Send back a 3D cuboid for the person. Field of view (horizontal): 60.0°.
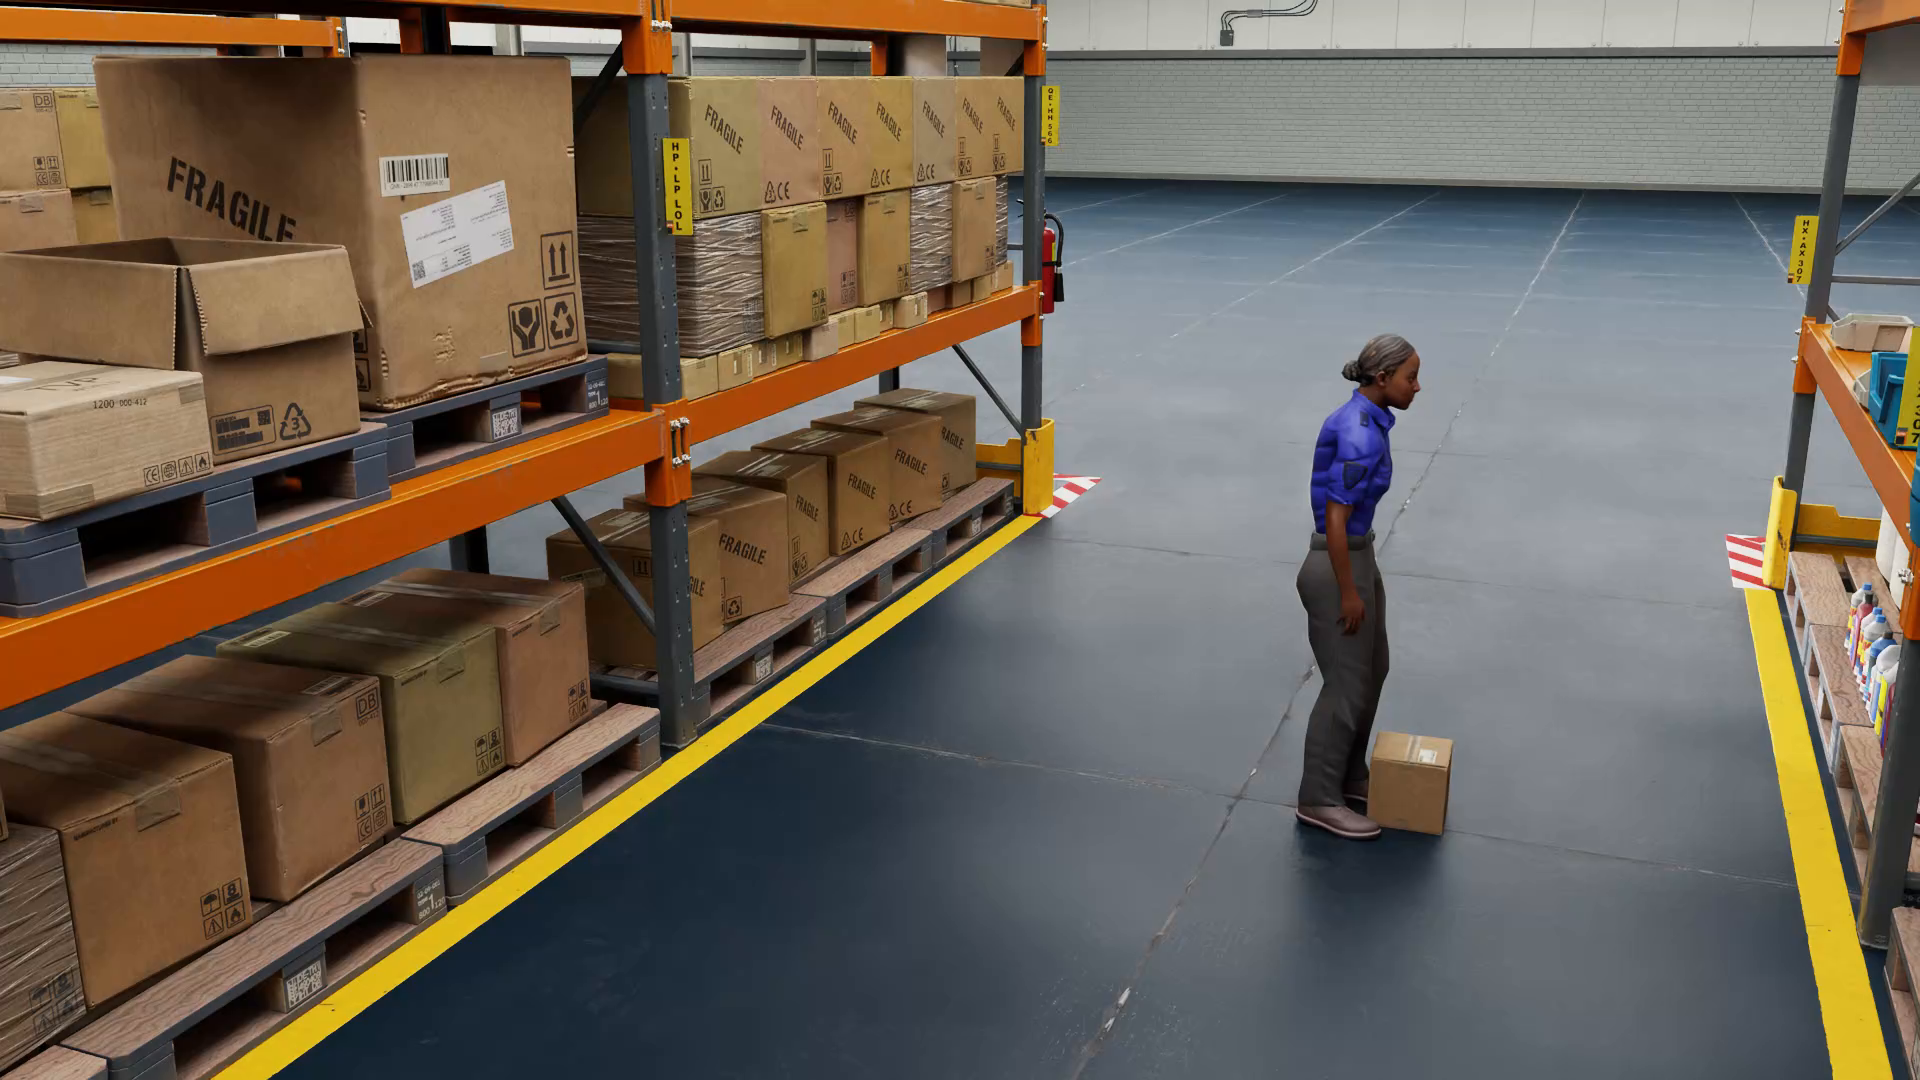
[{"bbox_3d":[1.337,0.133,5.557,0.402,1.653,0.519,5,16,18],"label":"person"}]
